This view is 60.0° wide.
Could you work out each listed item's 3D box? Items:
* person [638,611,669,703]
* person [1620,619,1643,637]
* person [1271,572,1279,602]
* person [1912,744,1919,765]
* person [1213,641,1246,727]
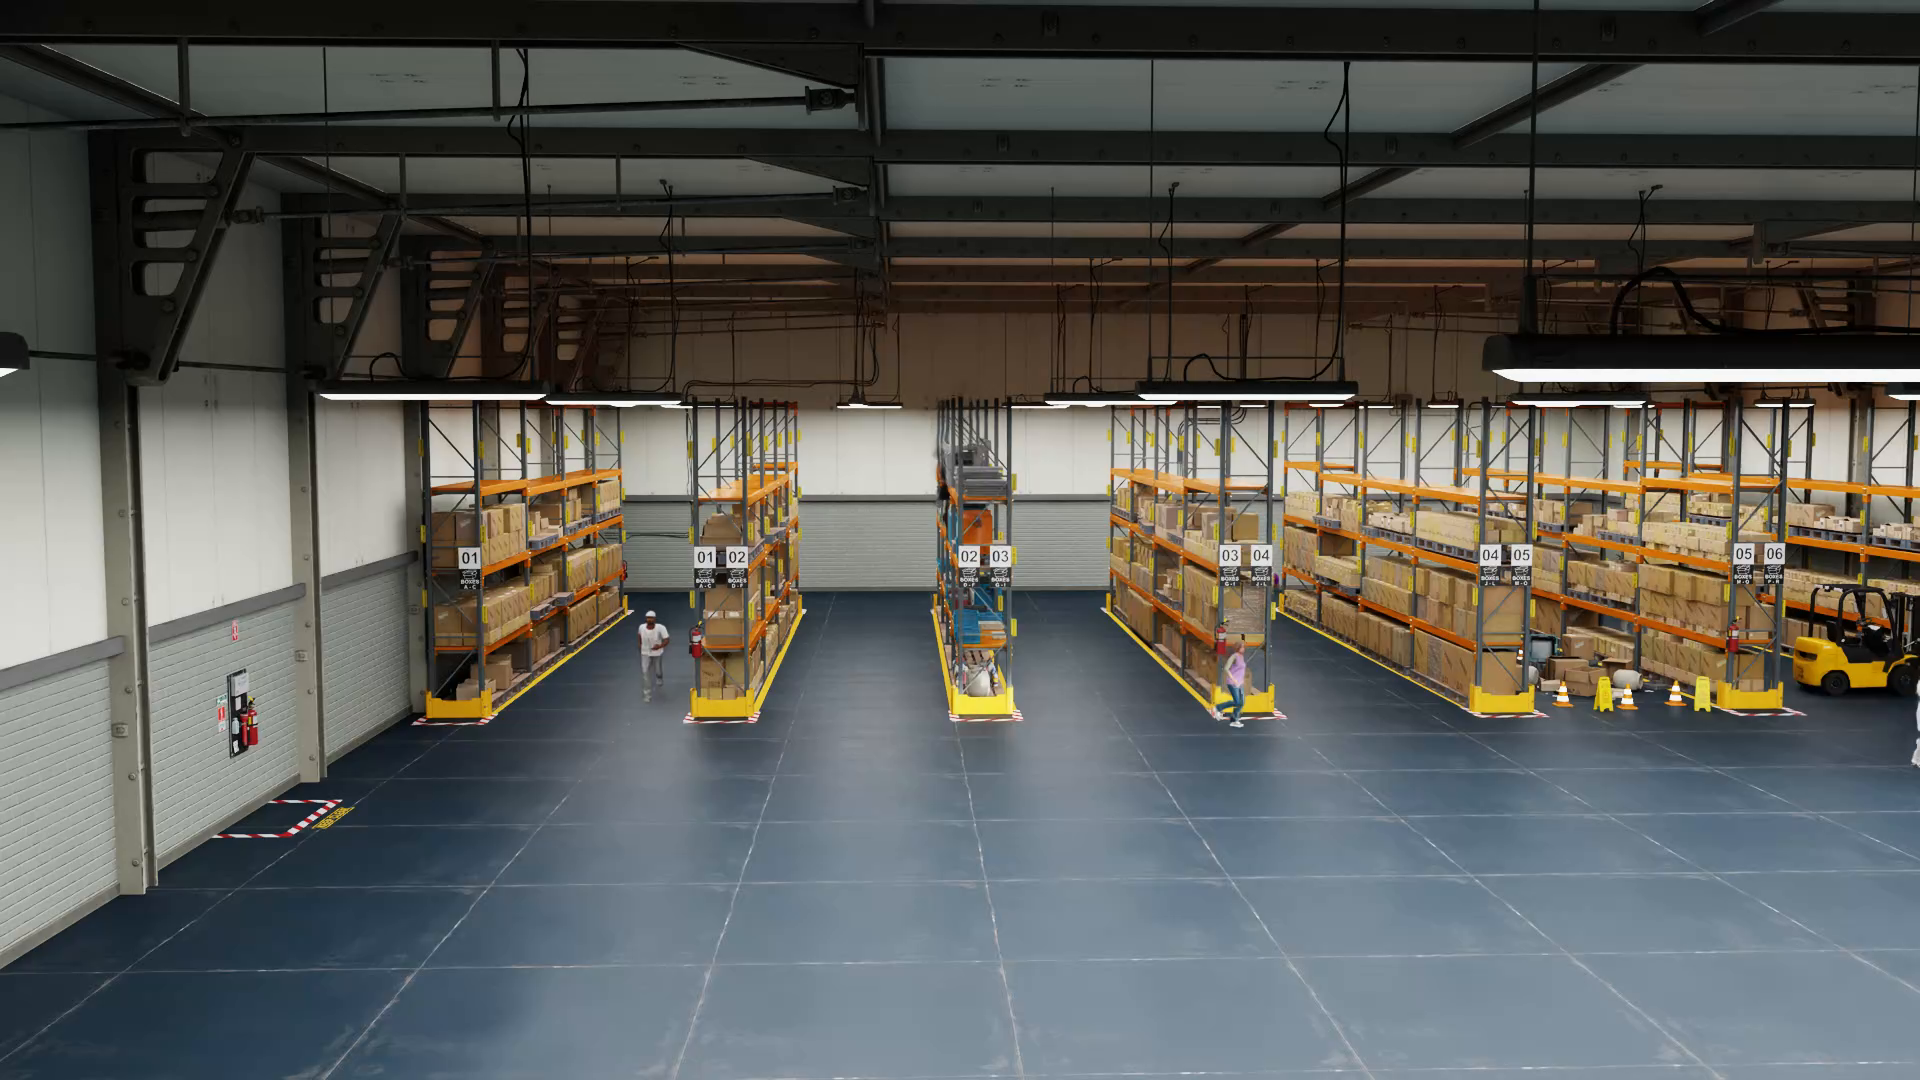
[{"bbox_3d":[-6.131,2.294,33.236,0.666,1.775,1.141,0,4,-2],"label":"person"},{"bbox_3d":[16.702,1.639,41.301,0.704,1.850,0.798,-1,4,-8],"label":"person"},{"bbox_3d":[8.148,1.464,44.278,0.685,1.683,0.745,-1,4,-10],"label":"person"},{"bbox_3d":[15.605,2.796,26.541,0.759,1.727,0.794,-3,5,-33],"label":"person"},{"bbox_3d":[4.943,2.610,30.315,0.581,1.556,0.561,2,5,28],"label":"person"}]
